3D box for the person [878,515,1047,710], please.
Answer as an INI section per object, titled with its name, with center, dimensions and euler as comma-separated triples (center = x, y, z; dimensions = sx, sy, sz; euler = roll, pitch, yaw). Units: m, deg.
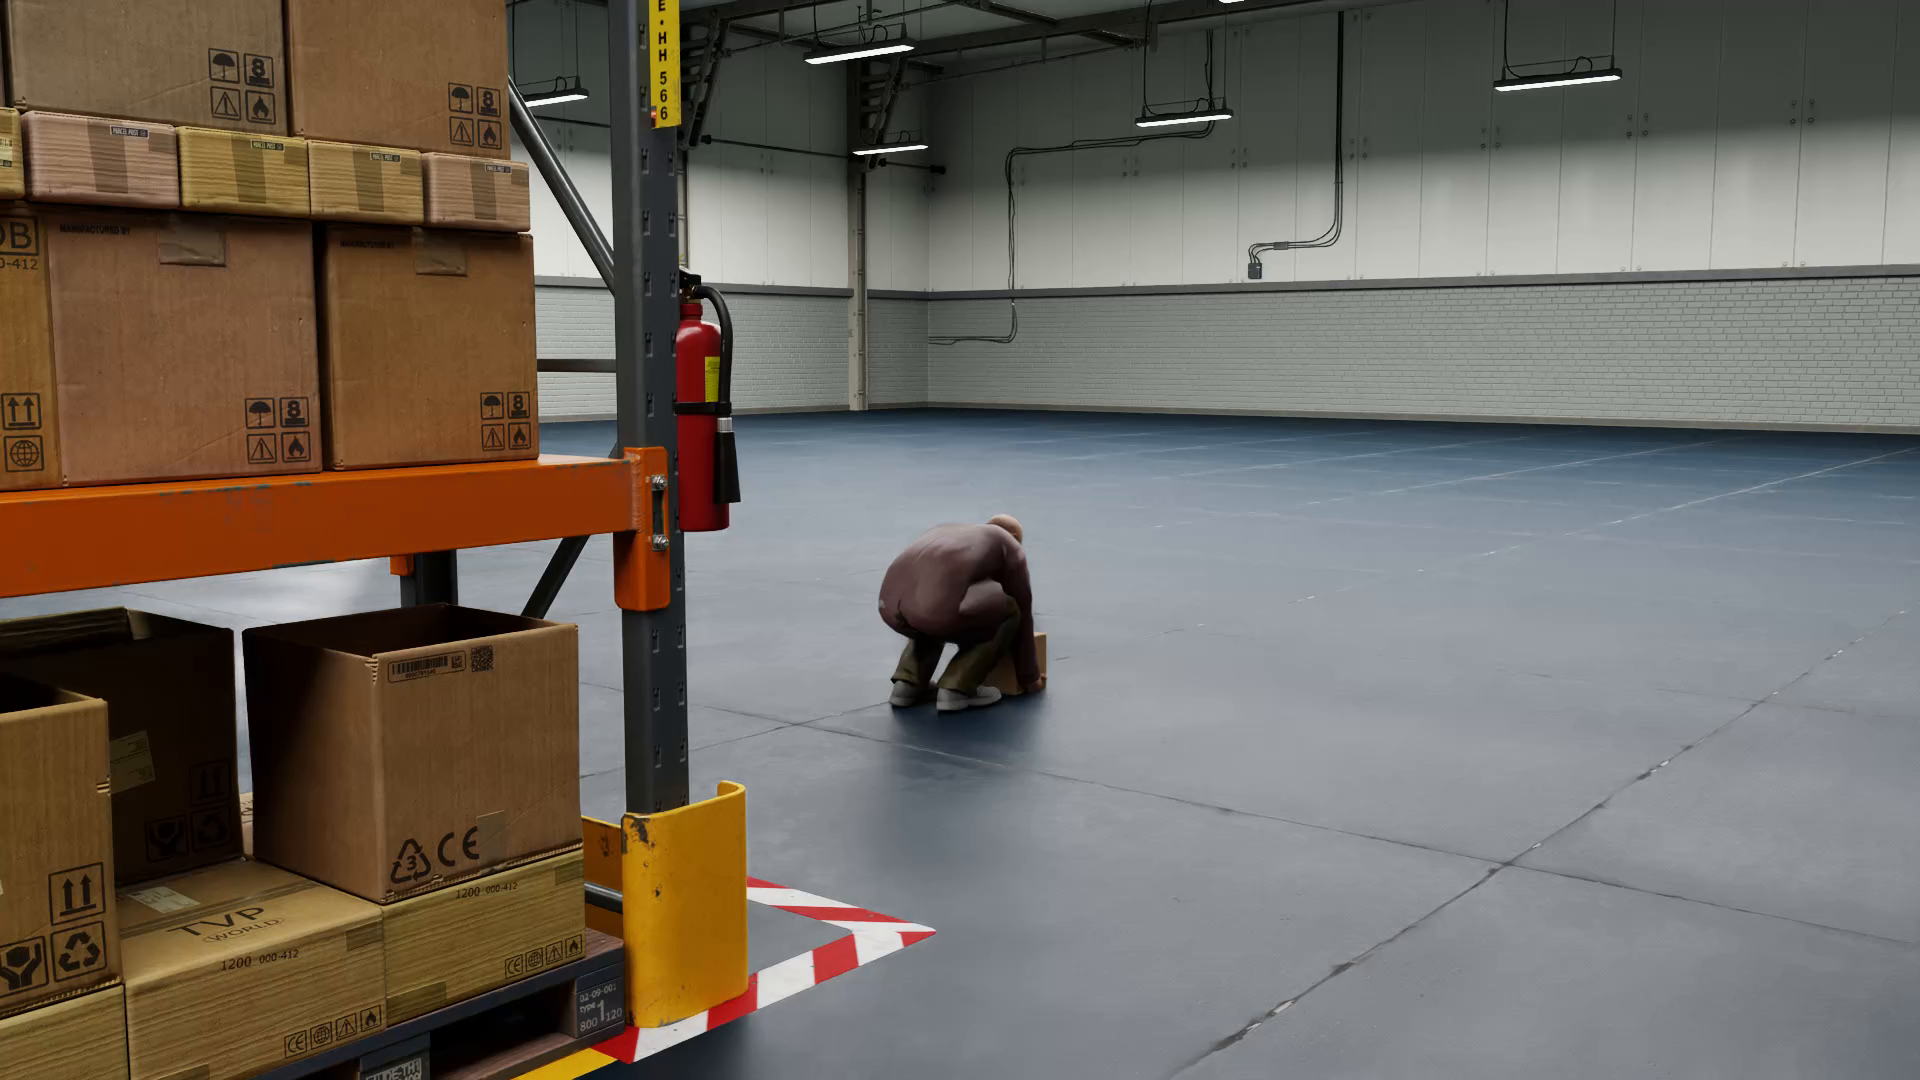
[person]
center = 0.010, 0.340, 7.353
dimensions = 0.575, 0.821, 0.925
euler = 5, 8, 37
